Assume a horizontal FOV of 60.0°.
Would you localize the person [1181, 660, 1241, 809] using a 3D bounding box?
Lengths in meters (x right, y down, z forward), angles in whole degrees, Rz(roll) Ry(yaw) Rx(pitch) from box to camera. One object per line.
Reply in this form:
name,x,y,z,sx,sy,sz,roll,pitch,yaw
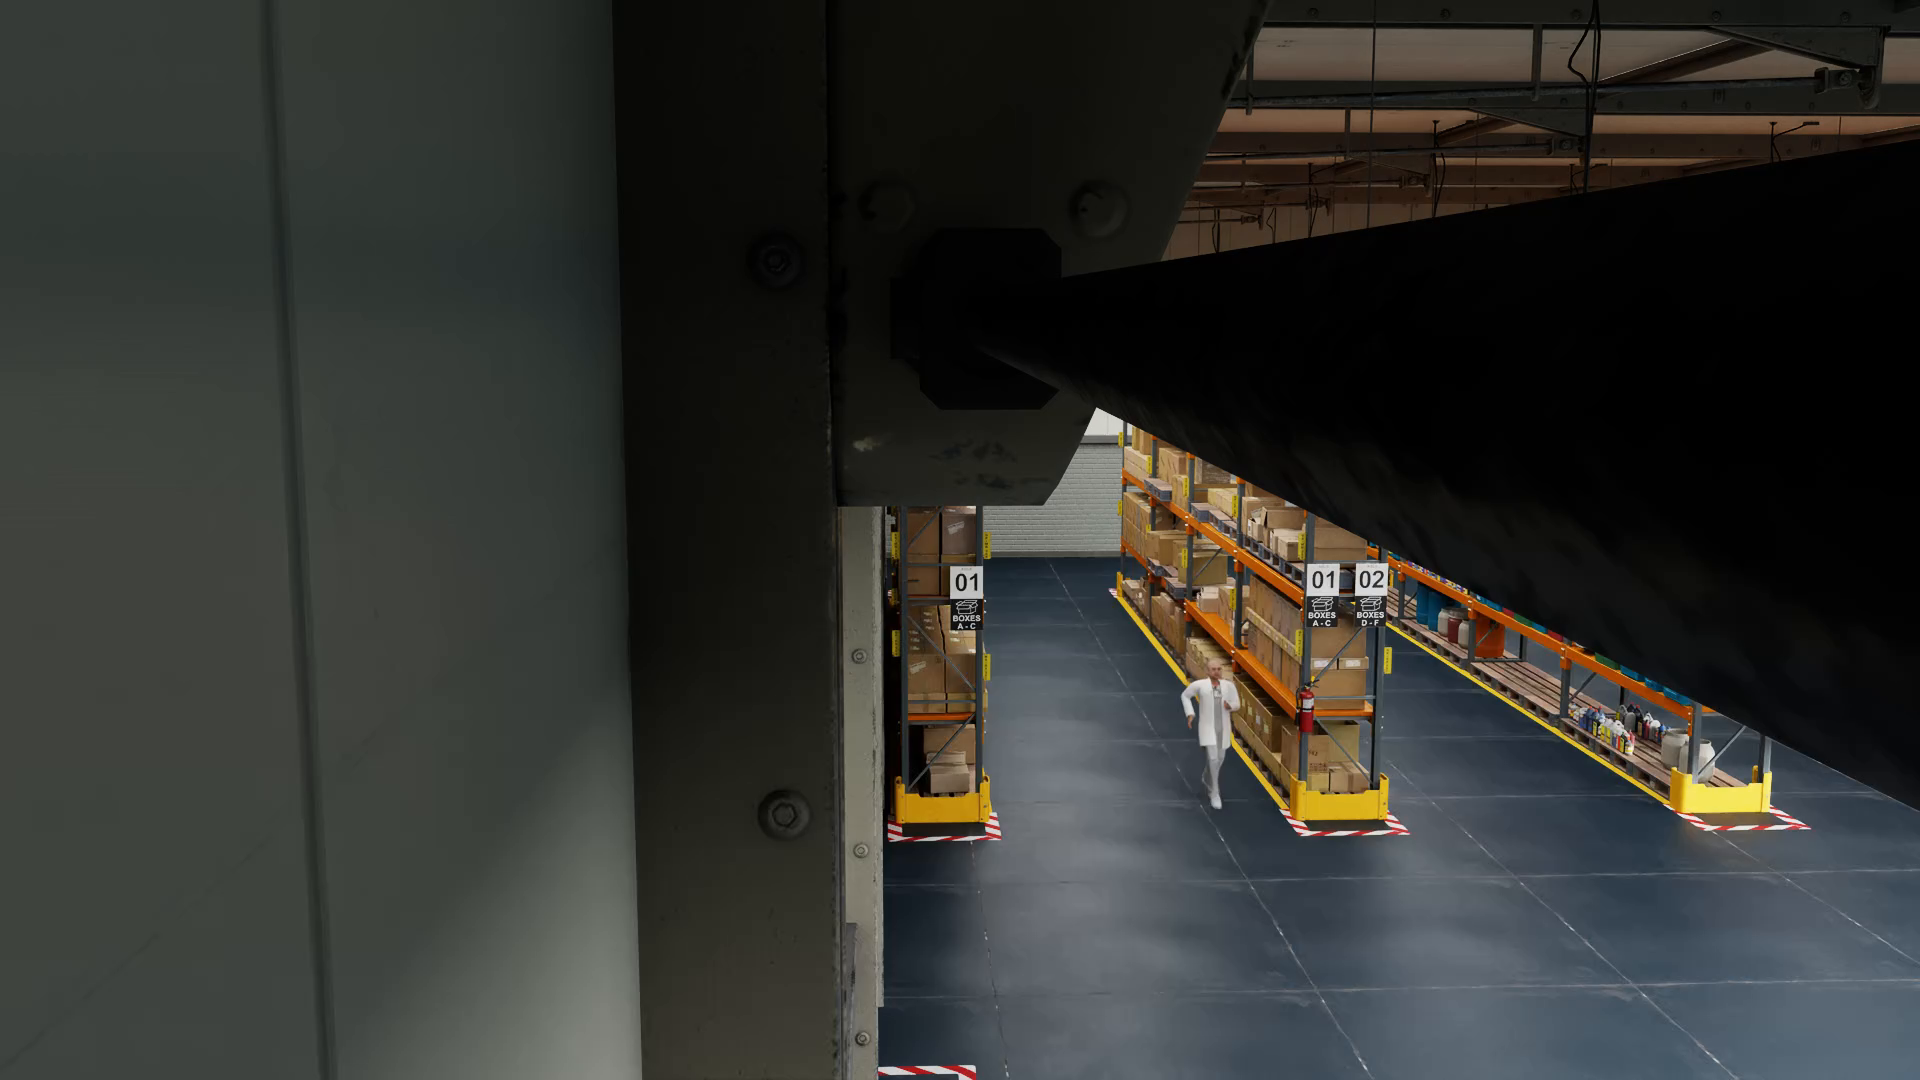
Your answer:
person,3.265,2.460,21.354,0.682,1.821,0.837,-2,8,-14
